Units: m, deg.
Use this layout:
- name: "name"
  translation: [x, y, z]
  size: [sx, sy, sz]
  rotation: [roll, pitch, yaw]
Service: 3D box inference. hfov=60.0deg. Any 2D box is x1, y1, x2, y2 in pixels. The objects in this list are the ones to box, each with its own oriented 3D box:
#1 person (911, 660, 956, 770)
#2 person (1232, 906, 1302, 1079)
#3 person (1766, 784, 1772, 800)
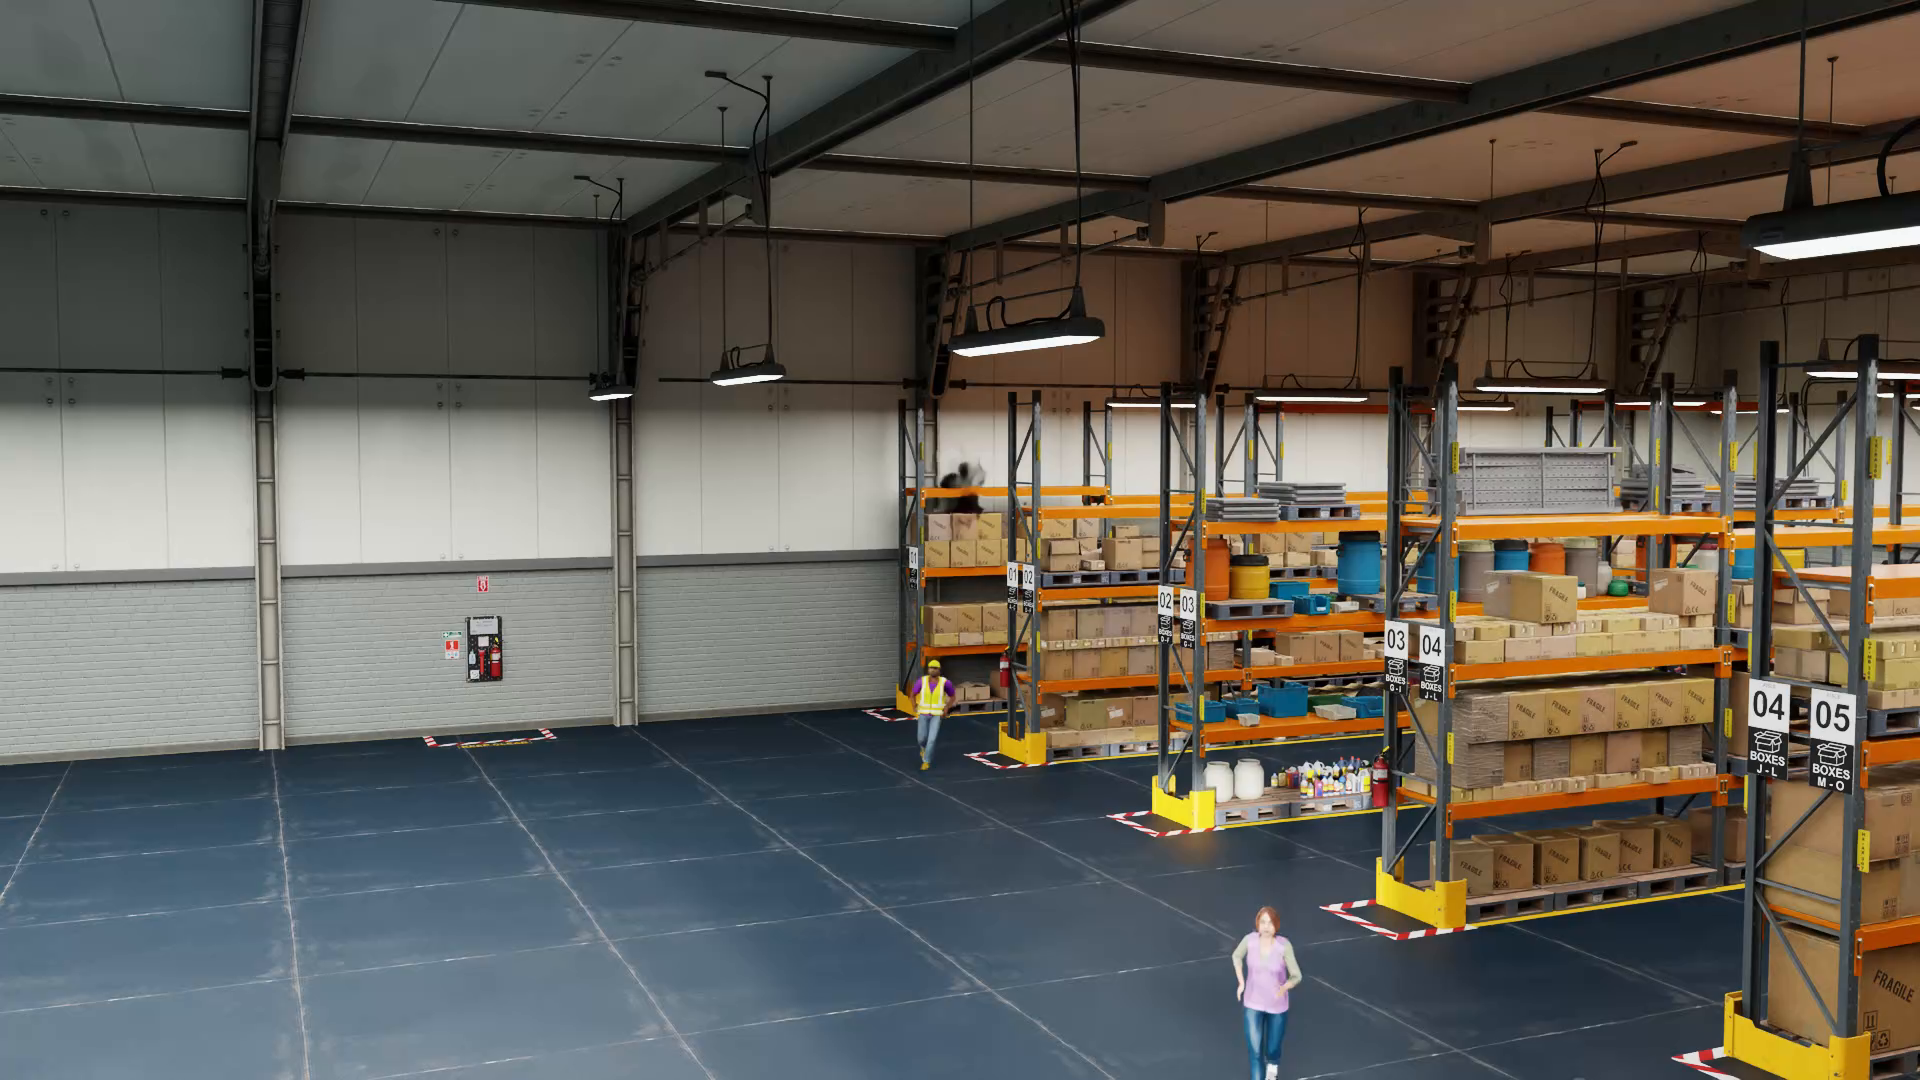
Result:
- name: "person"
  translation: [-0.432, 2.759, 26.445]
  size: [0.726, 1.724, 0.718]
  rotation: [0, 3, 8]
- name: "person"
  translation: [2.360, 3.609, 12.837]
  size: [0.542, 1.602, 0.873]
  rotation: [1, 3, 13]
- name: "person"
  translation: [10.805, 3.024, 22.352]
  size: [0.551, 1.653, 0.604]
  rotation: [-2, 4, -30]
